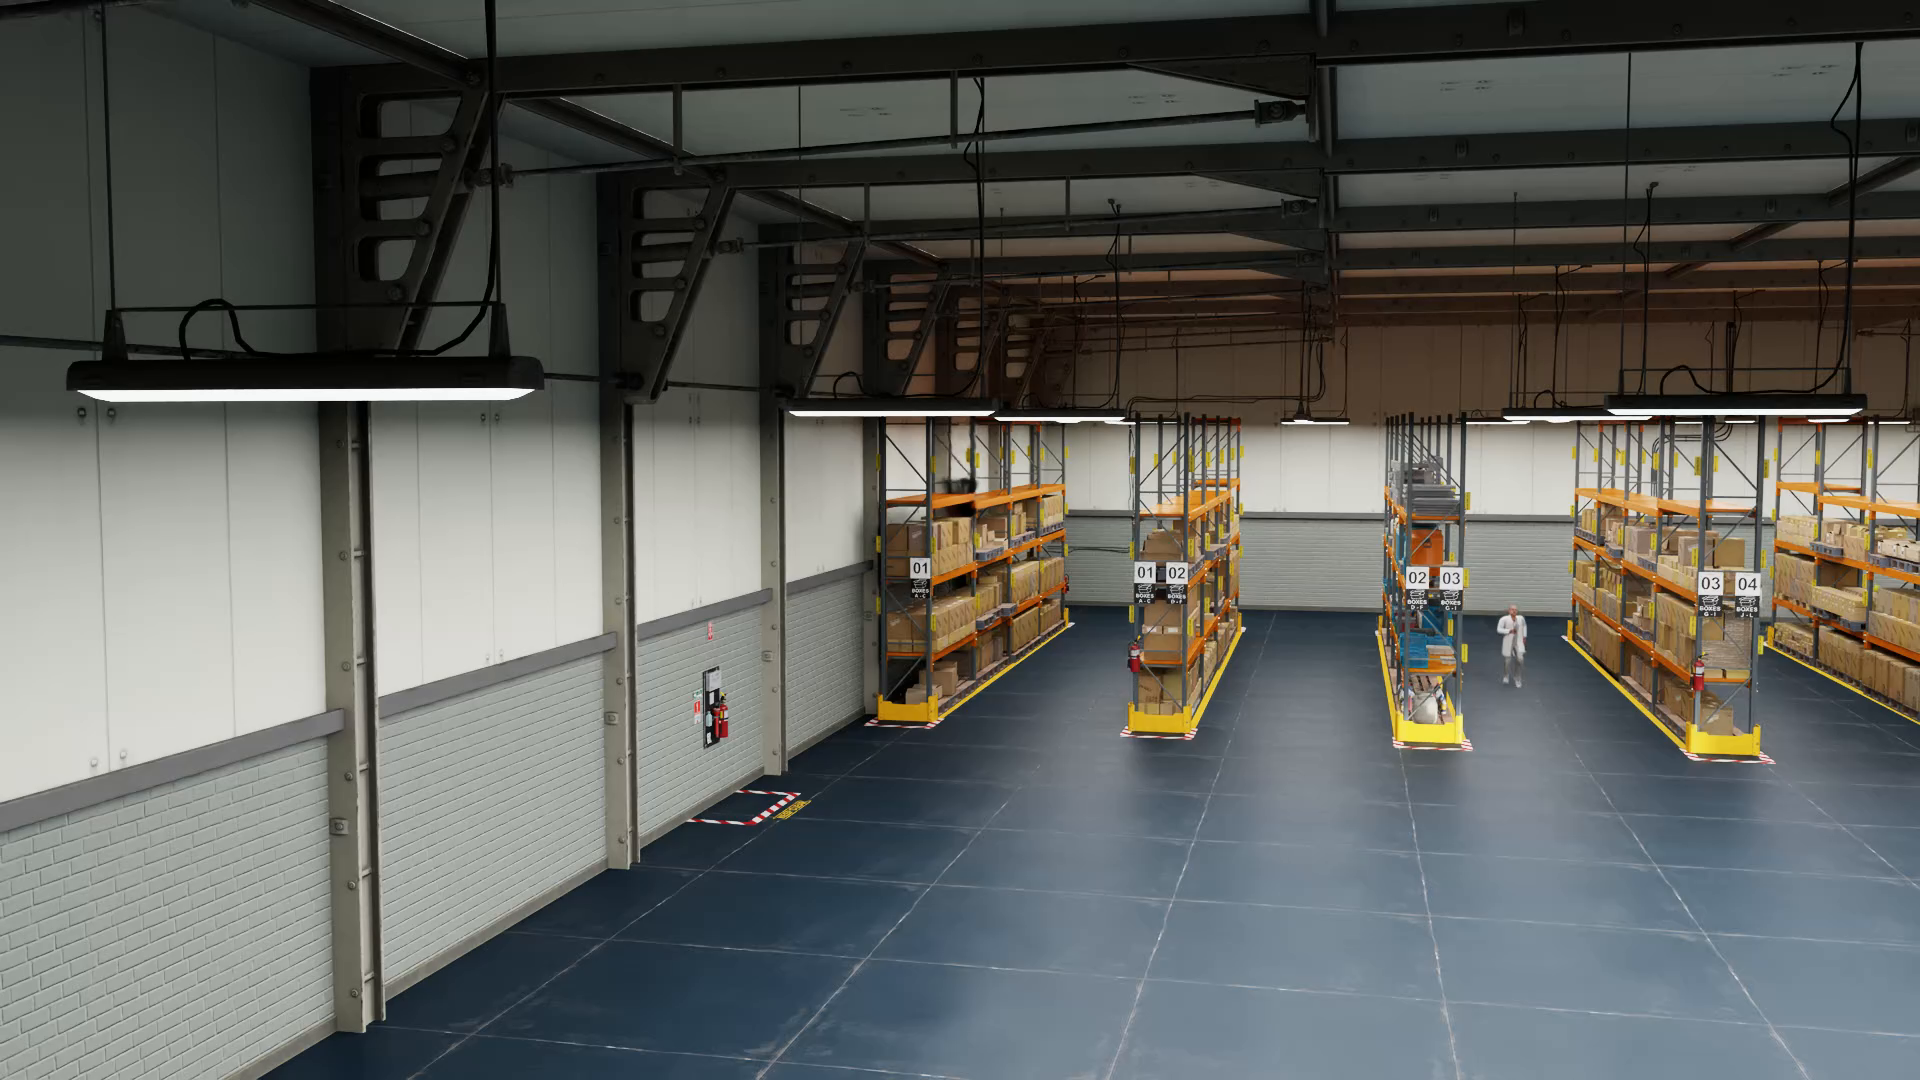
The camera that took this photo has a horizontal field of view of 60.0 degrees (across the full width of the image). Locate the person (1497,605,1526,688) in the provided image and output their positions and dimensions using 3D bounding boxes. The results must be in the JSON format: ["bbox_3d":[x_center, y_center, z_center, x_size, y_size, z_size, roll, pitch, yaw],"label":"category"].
[{"bbox_3d":[12.209,2.353,36.774,0.709,1.856,0.840,0,4,4],"label":"person"}]

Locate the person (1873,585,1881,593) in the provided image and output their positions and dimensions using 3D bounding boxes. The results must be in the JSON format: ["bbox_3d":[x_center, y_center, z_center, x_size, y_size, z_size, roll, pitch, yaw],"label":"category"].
[{"bbox_3d":[23.154,2.015,42.065,0.666,1.775,1.141,1,4,13],"label":"person"}]
